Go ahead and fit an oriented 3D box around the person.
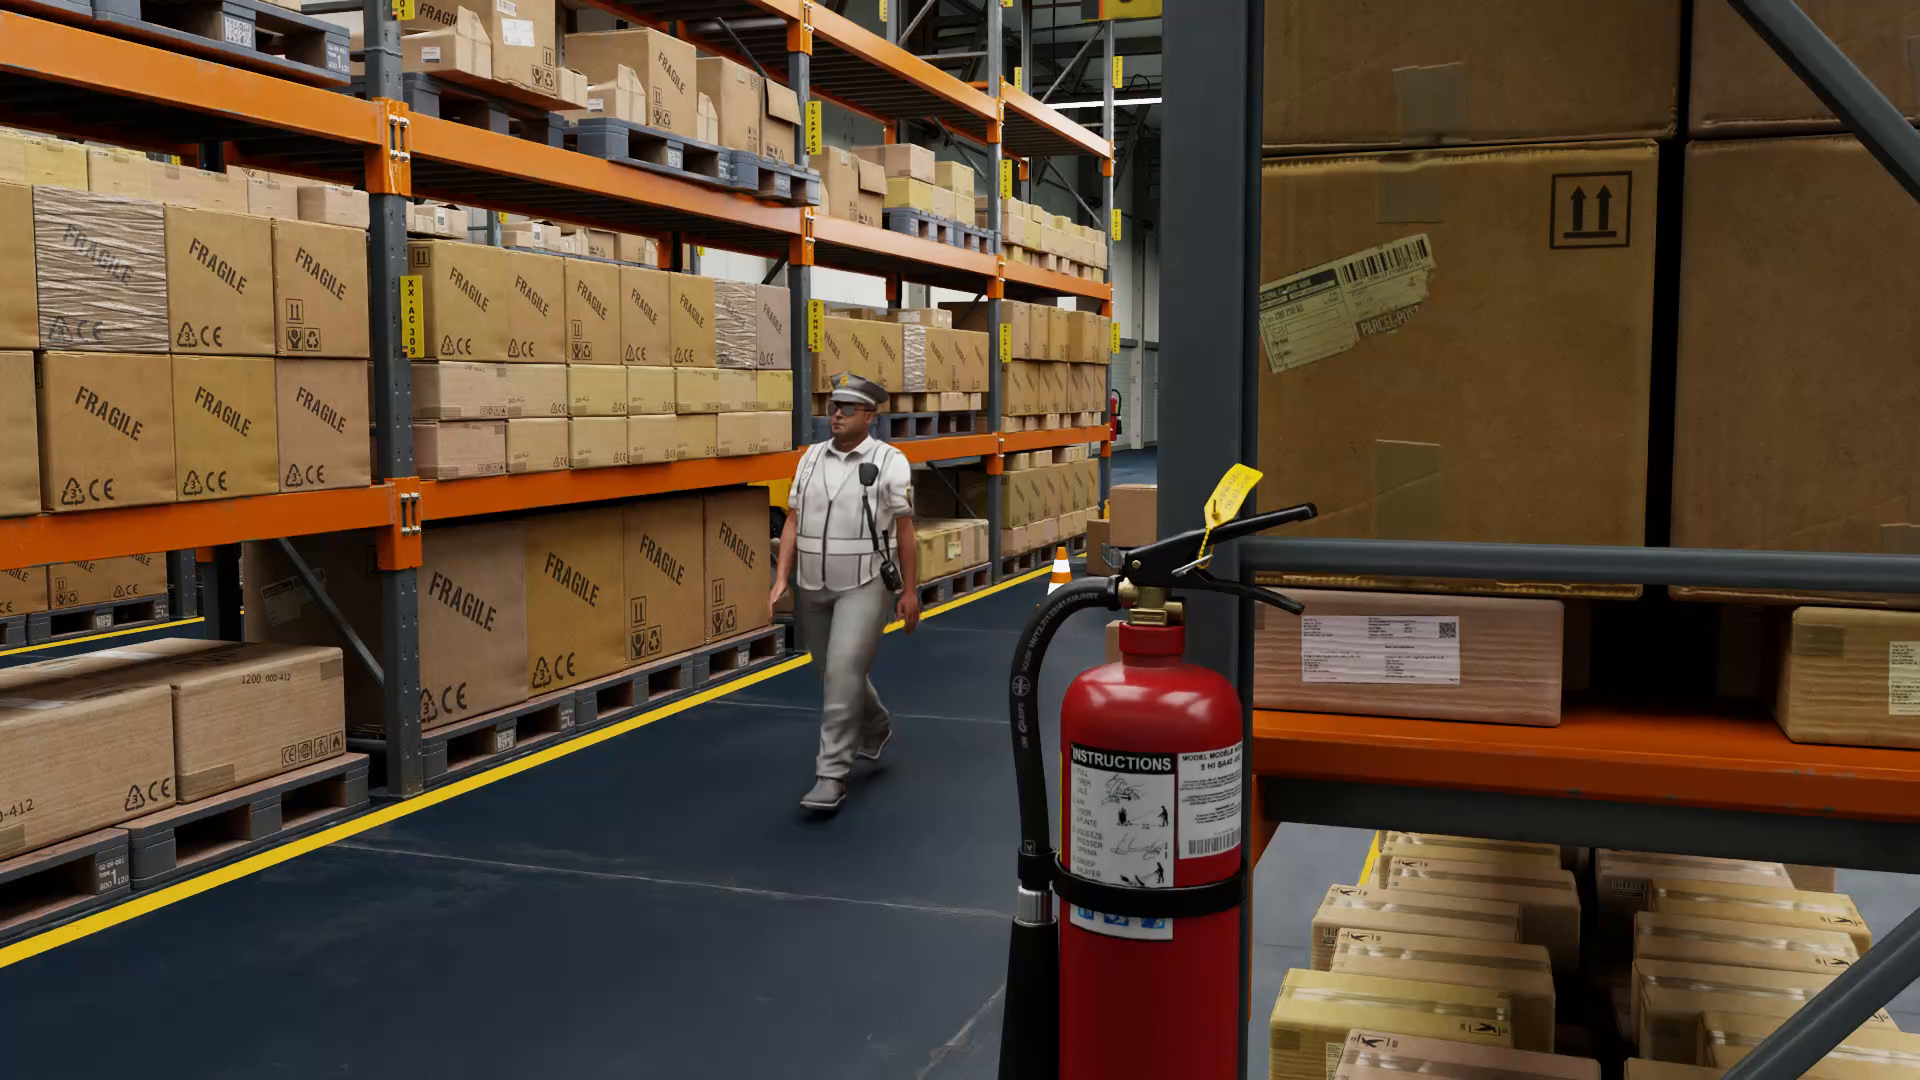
[{"bbox_3d":[-0.488,0.168,6.900,0.557,1.725,1.015,2,6,25],"label":"person"}]
